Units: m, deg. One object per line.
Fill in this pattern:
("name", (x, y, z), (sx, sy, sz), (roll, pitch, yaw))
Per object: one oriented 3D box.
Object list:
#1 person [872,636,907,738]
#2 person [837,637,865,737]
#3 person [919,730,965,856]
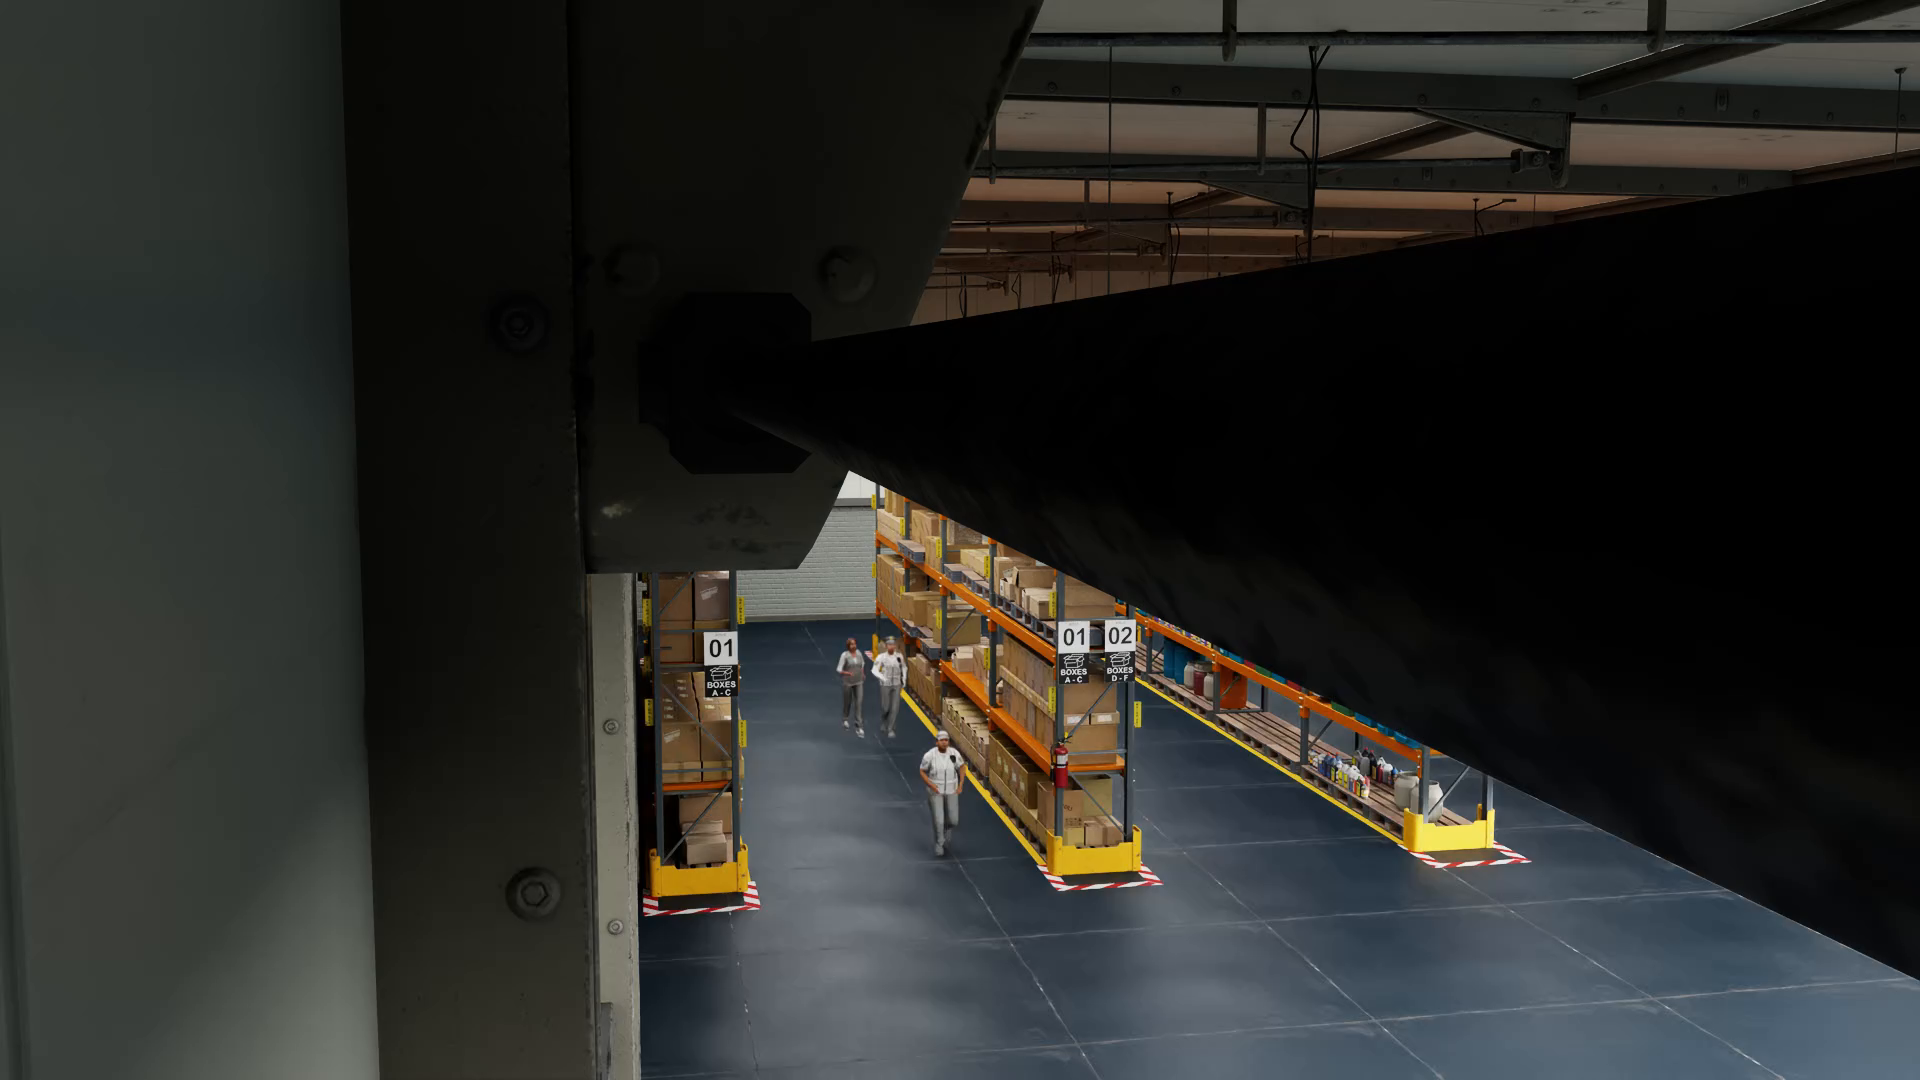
("person", (-1.144, 2.405, 27.399), (0.615, 1.659, 0.590), (-2, 6, -15))
("person", (-1.783, 2.406, 27.545), (0.538, 1.610, 0.808), (-2, 6, -23))
("person", (-0.224, 3.304, 21.832), (0.635, 1.624, 0.579), (-1, 6, -14))
